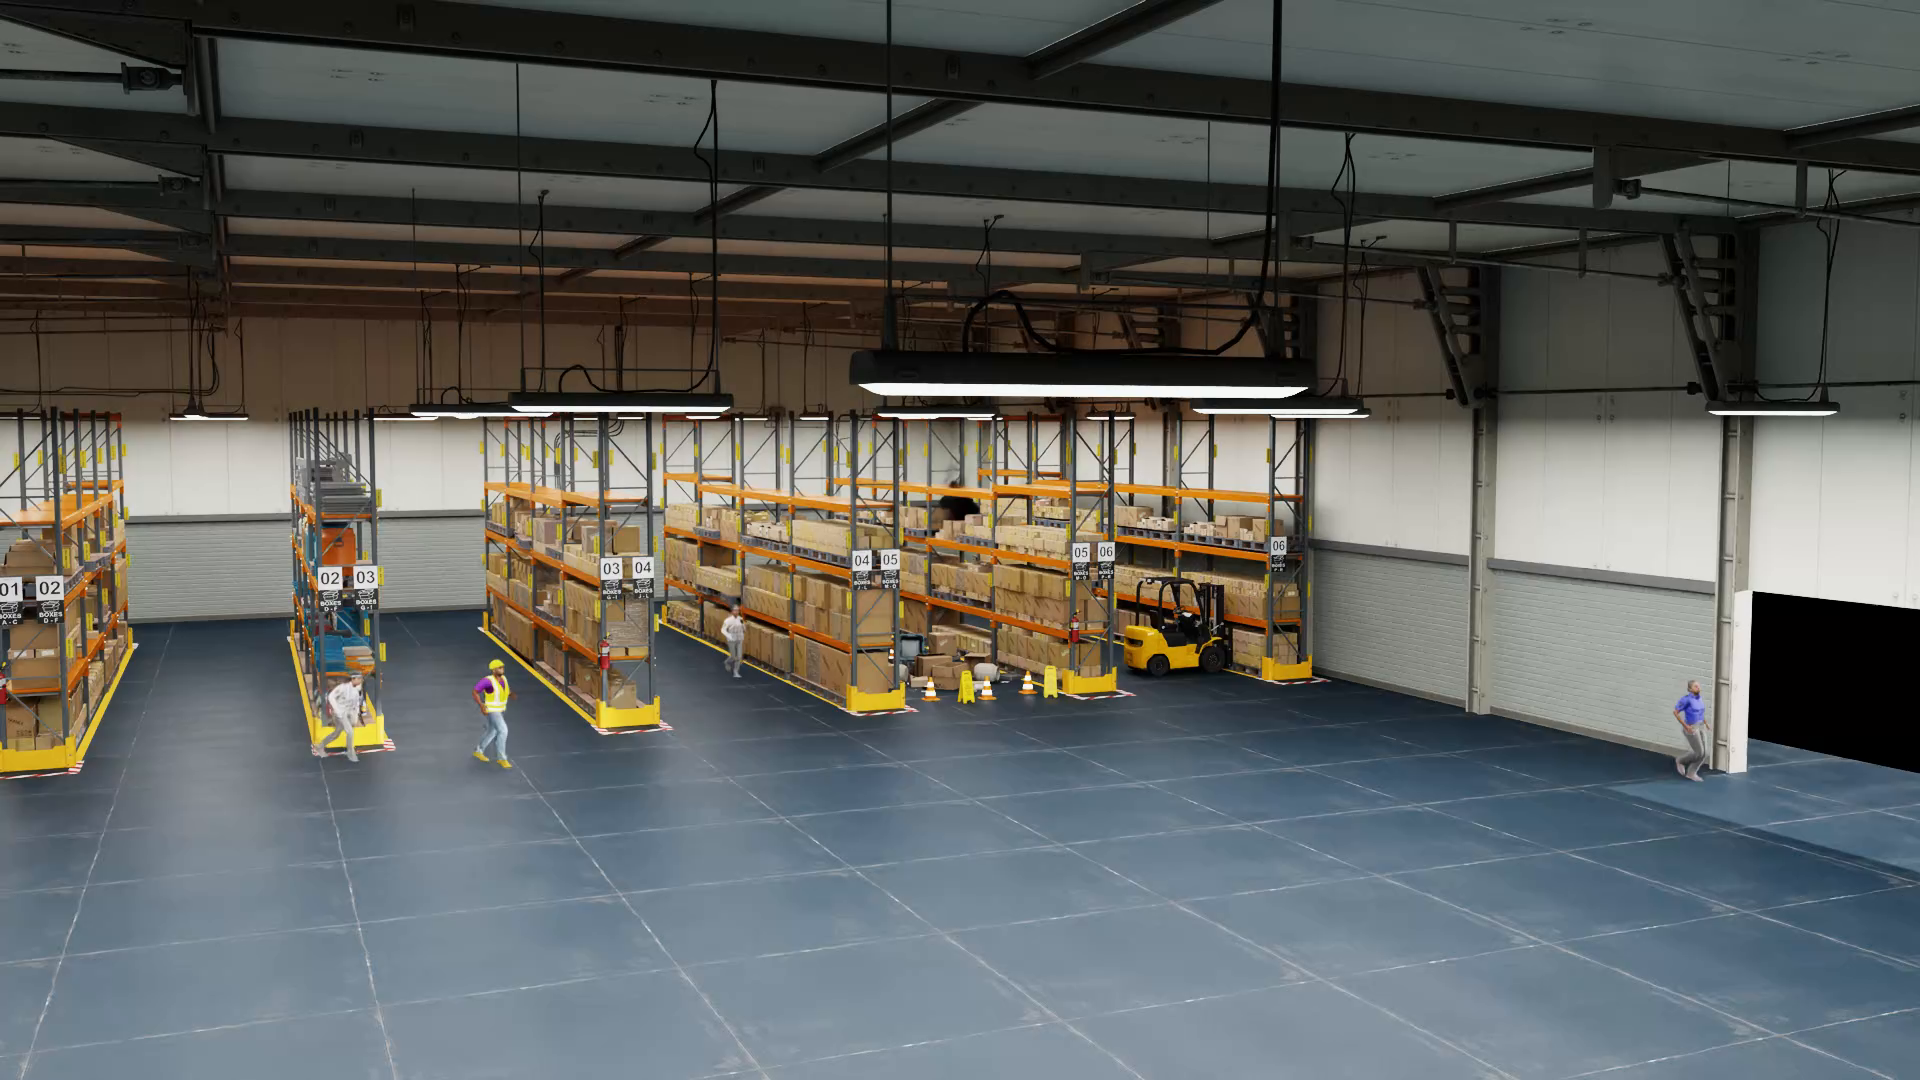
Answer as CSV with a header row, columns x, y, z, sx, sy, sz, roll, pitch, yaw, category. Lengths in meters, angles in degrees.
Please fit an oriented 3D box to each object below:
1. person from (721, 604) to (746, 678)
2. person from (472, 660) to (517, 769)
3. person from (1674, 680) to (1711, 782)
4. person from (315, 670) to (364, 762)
x,y,z,sx,sy,sz,roll,pitch,yaw,category
-5.087,2.265,37.501,0.605,1.657,0.700,-2,5,-32,person
-7.800,2.890,27.803,0.807,1.815,0.687,1,4,13,person
11.763,3.054,26.693,0.570,1.617,0.510,-2,5,-29,person
-10.546,2.996,28.300,0.945,1.600,0.630,2,4,23,person
